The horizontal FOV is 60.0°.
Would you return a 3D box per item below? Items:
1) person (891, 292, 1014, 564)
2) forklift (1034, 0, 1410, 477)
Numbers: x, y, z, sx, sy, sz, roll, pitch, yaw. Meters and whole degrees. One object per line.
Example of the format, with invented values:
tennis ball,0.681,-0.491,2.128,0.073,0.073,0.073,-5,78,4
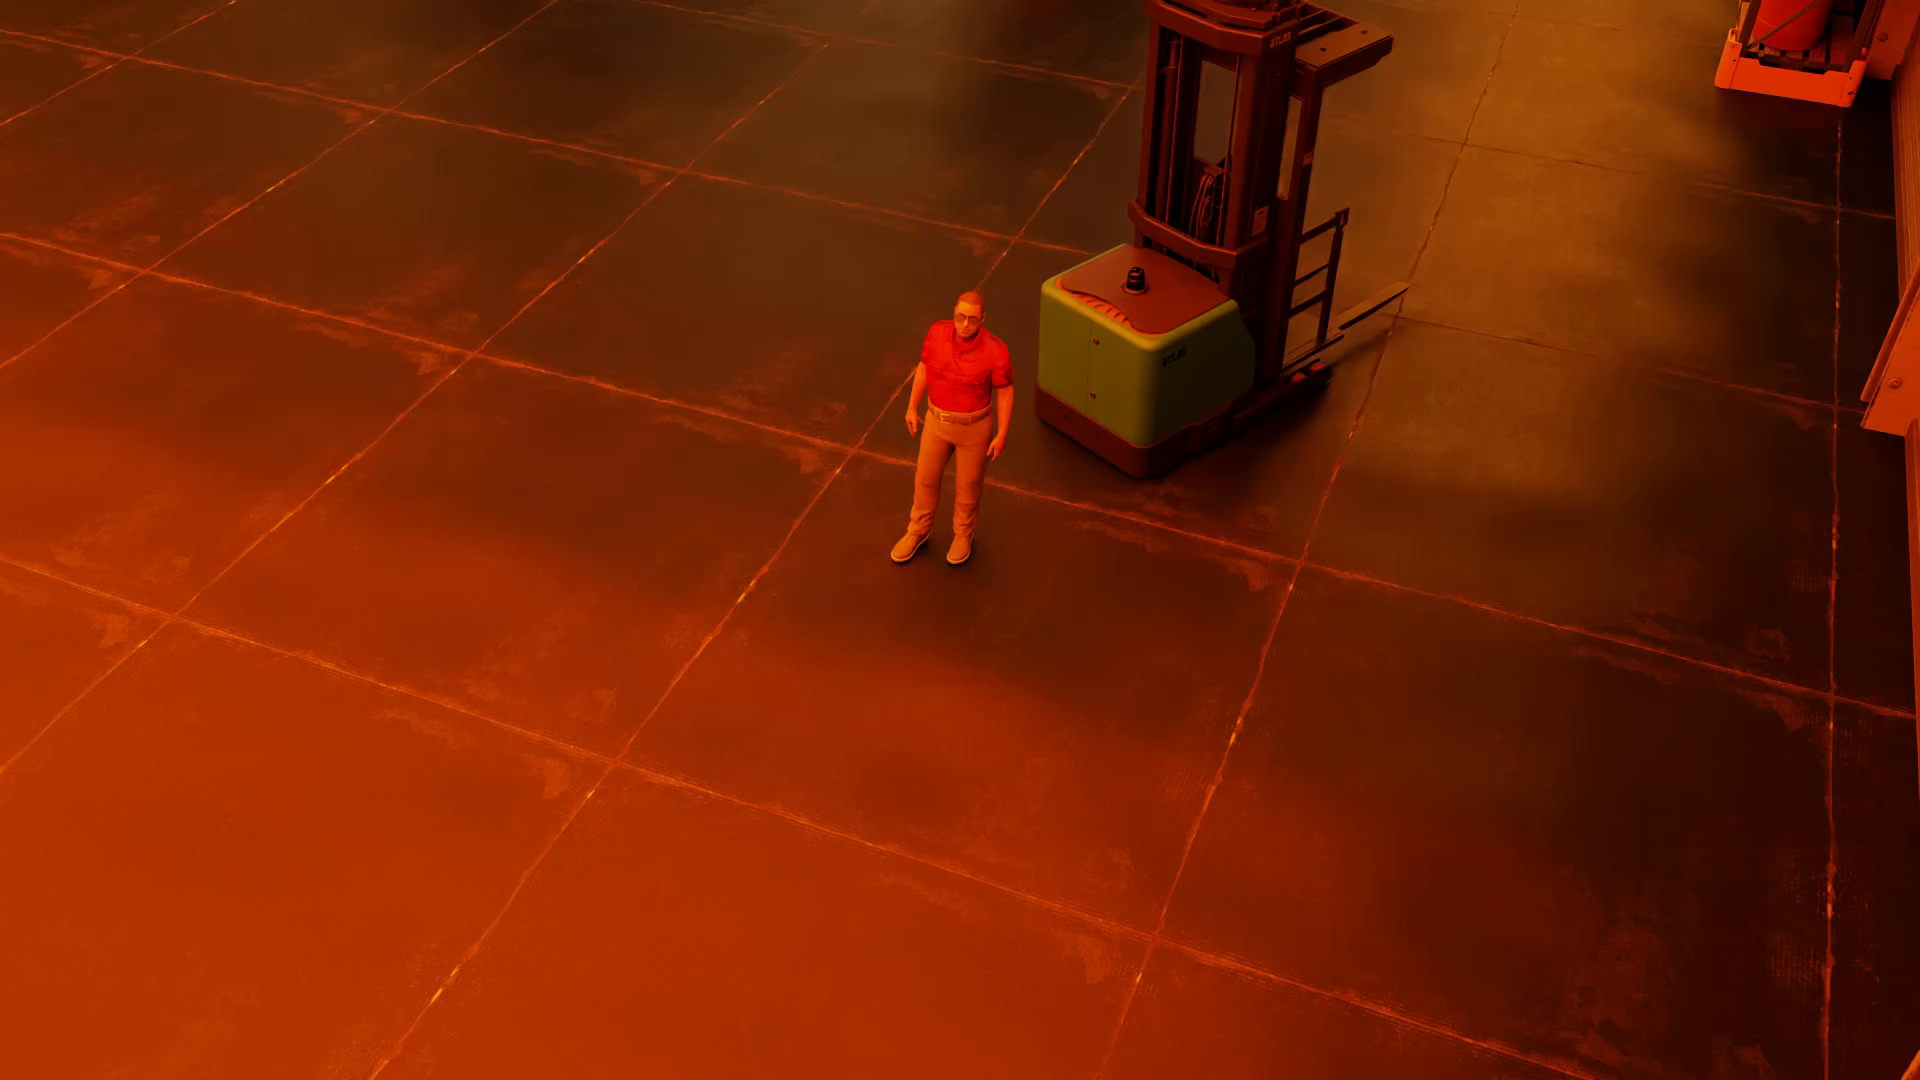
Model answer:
person,-0.045,-0.618,9.669,0.641,1.727,0.550,15,42,17
forklift,1.940,-2.336,10.797,3.031,2.935,1.130,-30,48,-31
